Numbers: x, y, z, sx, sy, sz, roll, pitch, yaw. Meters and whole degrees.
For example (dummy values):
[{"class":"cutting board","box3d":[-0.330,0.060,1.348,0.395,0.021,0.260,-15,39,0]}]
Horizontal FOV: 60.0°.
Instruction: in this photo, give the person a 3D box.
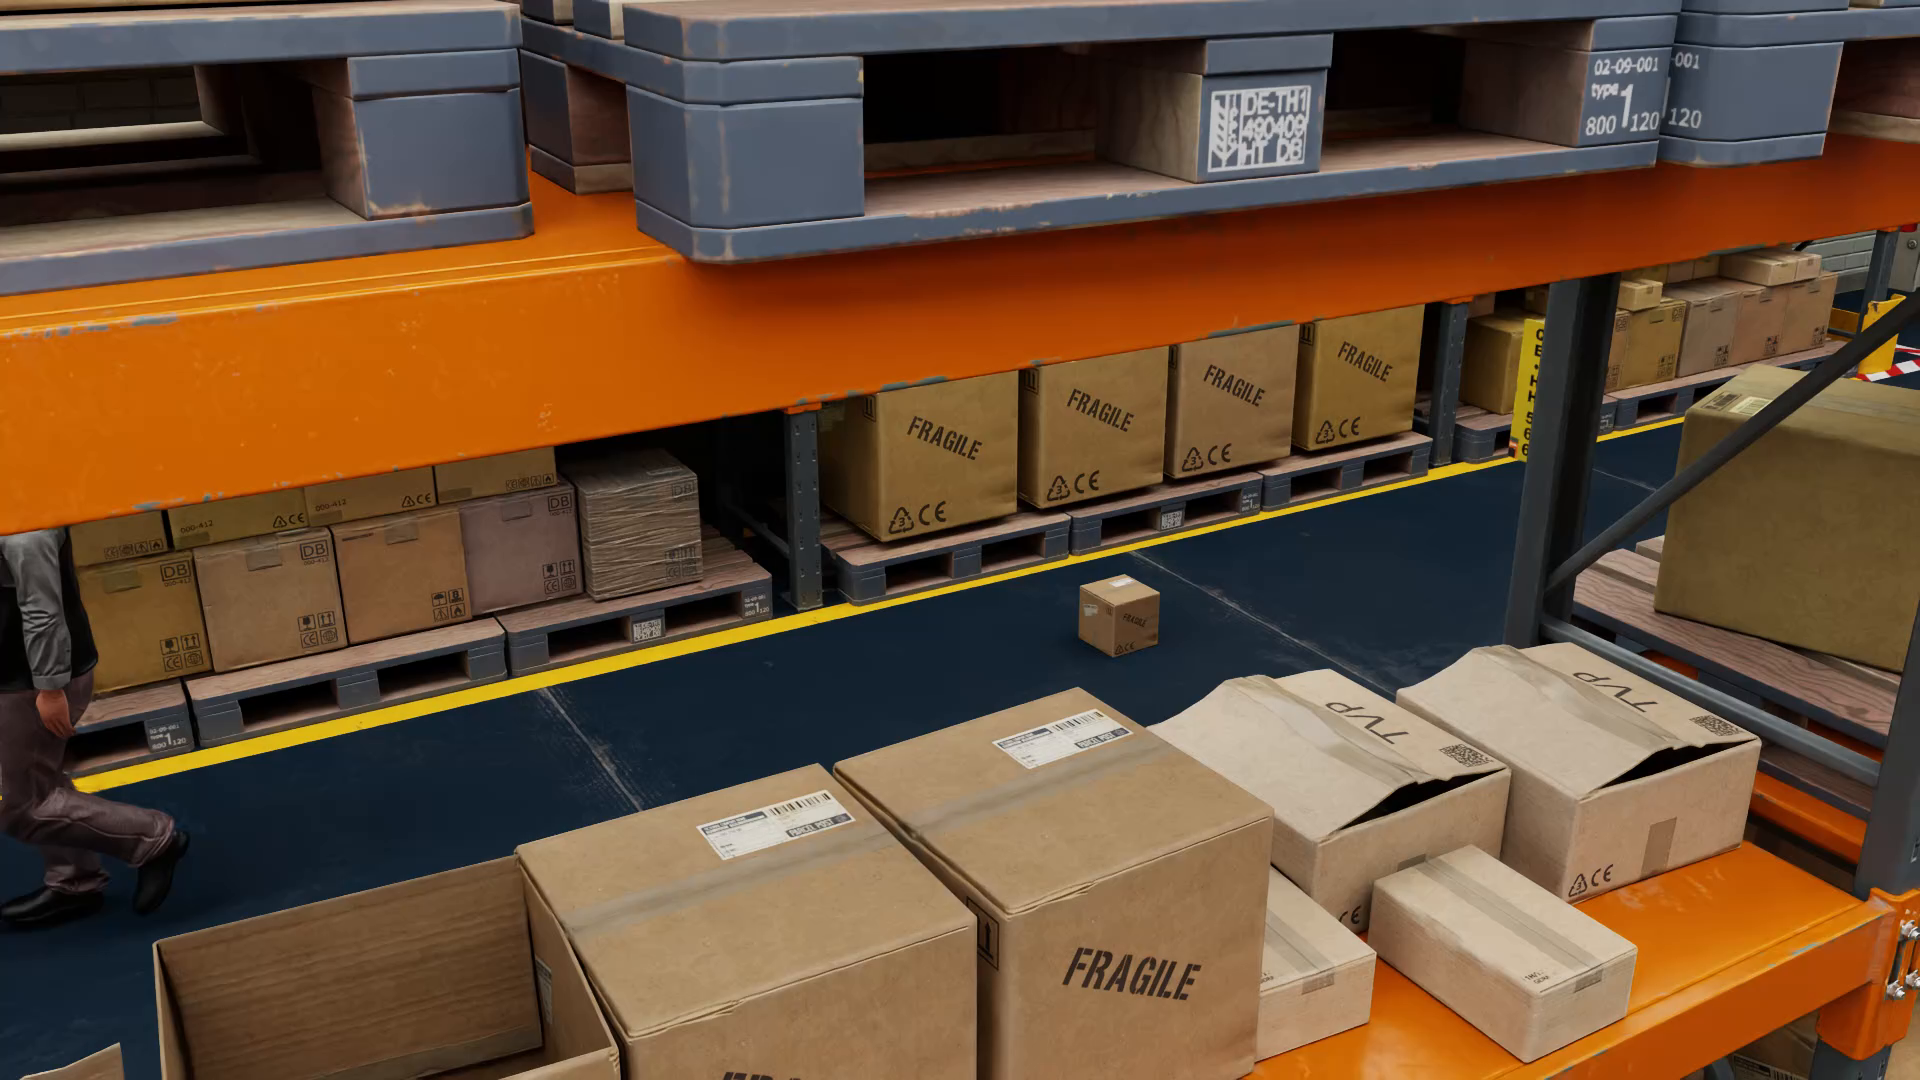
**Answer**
[{"class":"person","box3d":[-2.764,0.463,5.098,0.477,1.456,0.538,-12,25,-28]}]
